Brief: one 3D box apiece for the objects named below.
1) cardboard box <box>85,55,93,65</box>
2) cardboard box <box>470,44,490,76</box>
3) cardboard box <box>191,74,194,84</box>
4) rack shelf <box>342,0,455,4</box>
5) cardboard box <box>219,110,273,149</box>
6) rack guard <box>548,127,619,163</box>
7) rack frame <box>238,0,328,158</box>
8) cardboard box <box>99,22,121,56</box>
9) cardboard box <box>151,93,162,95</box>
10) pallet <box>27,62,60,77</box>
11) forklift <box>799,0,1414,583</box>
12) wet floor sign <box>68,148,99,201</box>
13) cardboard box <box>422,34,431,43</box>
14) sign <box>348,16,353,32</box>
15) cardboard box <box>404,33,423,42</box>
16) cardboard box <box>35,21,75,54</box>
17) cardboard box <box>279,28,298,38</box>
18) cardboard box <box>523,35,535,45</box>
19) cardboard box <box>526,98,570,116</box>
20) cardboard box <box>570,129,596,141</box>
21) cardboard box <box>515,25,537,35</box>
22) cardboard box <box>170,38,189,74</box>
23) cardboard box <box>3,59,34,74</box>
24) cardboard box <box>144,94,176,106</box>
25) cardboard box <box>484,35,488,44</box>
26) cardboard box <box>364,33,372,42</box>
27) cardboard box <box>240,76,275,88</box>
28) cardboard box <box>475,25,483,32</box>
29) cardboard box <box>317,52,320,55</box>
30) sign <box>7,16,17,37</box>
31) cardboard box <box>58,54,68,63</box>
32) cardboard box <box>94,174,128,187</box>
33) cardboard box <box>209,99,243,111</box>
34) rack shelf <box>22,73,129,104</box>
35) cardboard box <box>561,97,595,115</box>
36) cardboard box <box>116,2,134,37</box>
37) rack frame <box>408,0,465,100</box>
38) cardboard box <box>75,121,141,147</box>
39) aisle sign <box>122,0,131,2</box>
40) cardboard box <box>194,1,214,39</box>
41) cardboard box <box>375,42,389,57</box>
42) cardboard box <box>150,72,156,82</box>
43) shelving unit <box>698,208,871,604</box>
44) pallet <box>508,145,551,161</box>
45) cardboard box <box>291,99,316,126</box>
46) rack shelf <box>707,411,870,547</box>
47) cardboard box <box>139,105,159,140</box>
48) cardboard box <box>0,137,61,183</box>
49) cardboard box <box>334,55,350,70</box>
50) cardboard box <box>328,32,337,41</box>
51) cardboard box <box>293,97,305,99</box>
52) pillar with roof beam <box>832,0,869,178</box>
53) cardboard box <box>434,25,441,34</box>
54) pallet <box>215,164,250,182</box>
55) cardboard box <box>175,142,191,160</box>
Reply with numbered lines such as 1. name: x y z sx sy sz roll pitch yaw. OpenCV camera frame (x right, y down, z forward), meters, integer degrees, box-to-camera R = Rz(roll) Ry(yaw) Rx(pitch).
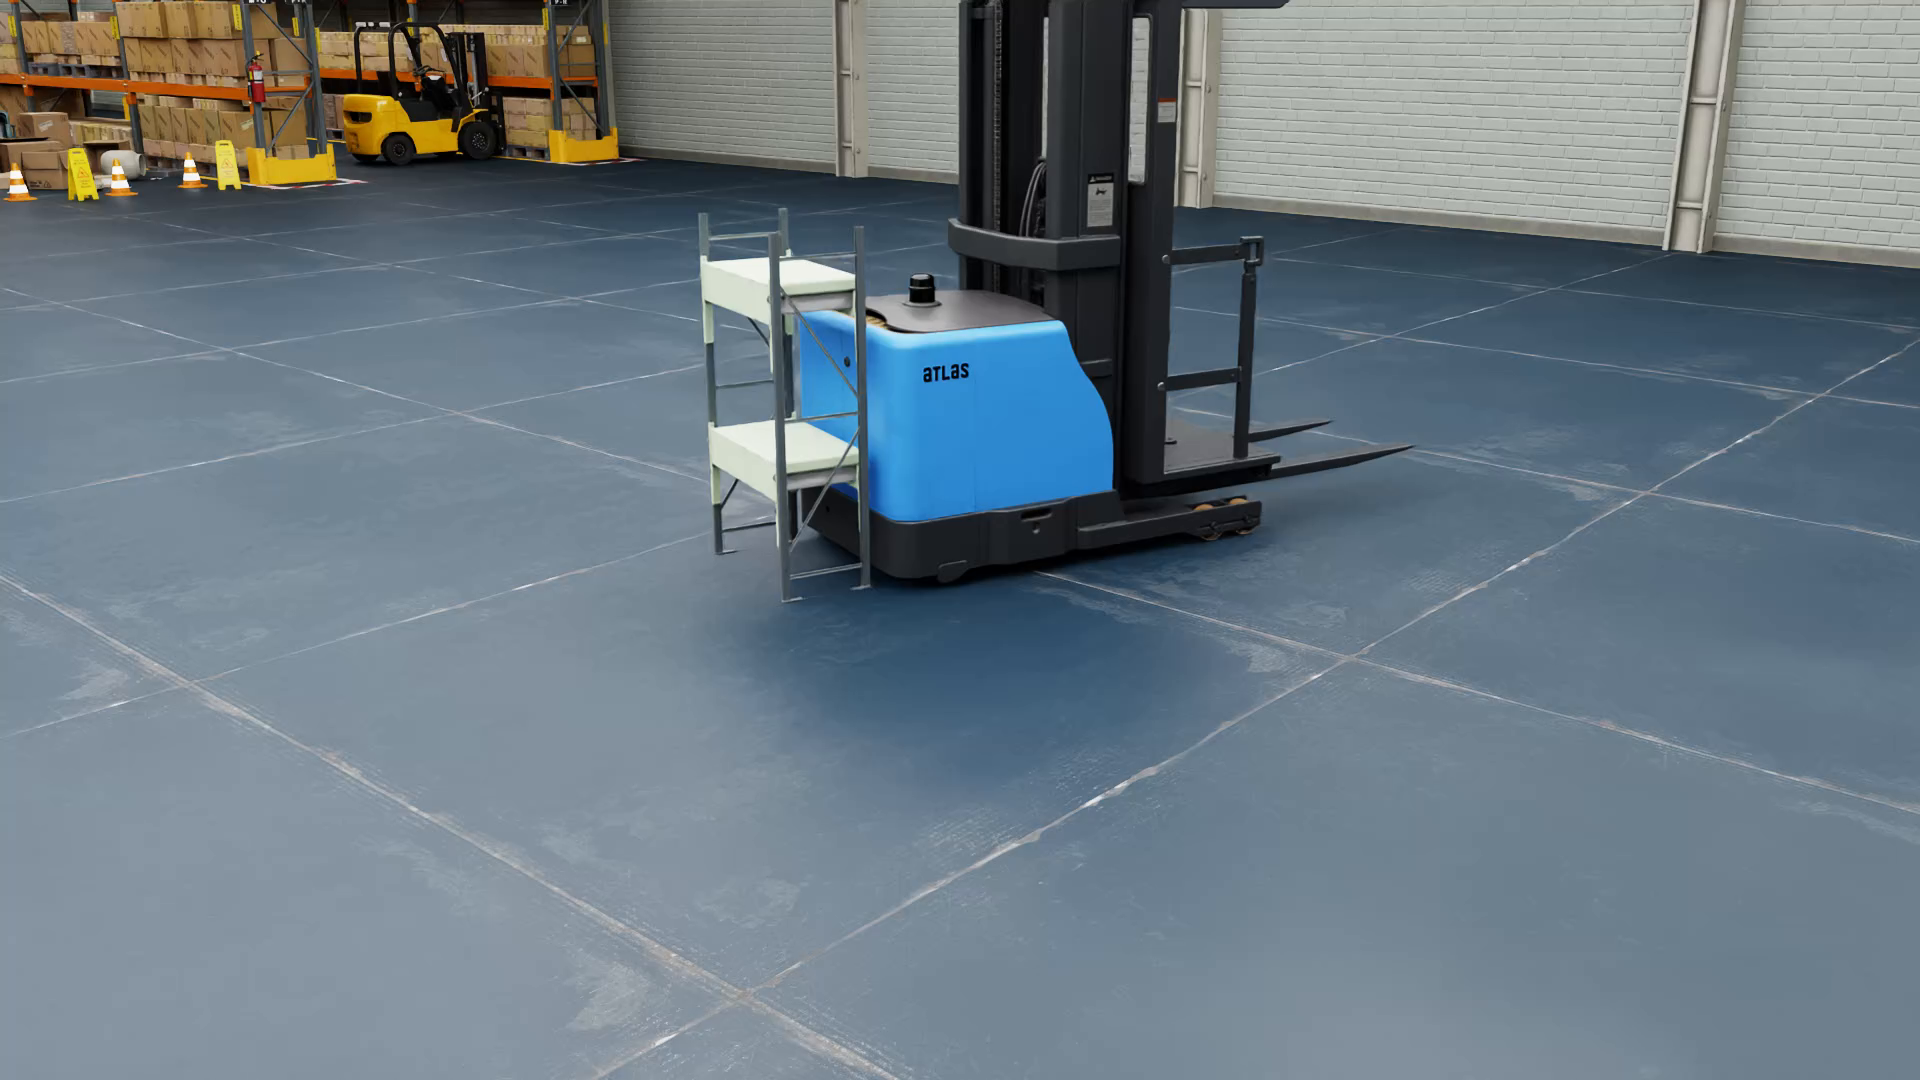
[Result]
1. cardboard box: -13.594 -7.601 26.324 0.250 0.149 0.380 15 23 40
2. cardboard box: -7.839 -8.044 27.833 0.500 0.500 0.500 15 23 40
3. cardboard box: -10.991 -6.744 24.318 0.250 0.149 0.380 15 23 39
4. rack shelf: -10.635 -9.941 30.207 4.000 0.370 1.077 15 23 39
5. cardboard box: -10.212 -5.874 23.774 0.500 0.500 0.500 15 23 40
6. rack guard: -6.130 -6.453 27.118 0.348 0.500 1.175 15 23 39
7. rack frame: -9.439 -6.525 23.214 0.127 3.000 1.000 15 23 39
8. cardboard box: -12.929 -7.759 25.750 0.500 0.500 0.500 15 23 38
9. cardboard box: -17.106 -9.546 36.170 0.500 0.500 0.700 16 24 41
10. pallet: -14.819 -7.921 27.930 1.003 0.211 1.213 15 23 39
11. forklift: 0.808 -1.521 7.560 3.031 2.935 1.130 -10 20 -28
12. wet floor sign: -11.314 -4.705 21.371 0.232 0.644 0.267 11 20 30
13. cardboard box: -9.075 -8.686 28.784 0.250 0.149 0.380 15 23 38
14. sign: -11.765 -9.934 32.039 0.005 0.325 0.100 15 23 39
15. cardboard box: -9.542 -8.828 29.231 0.250 0.149 0.380 16 24 41
16. cardboard box: -14.846 -8.276 27.378 0.500 0.500 0.500 17 24 42
17. cardboard box: -13.475 -9.791 32.639 0.637 0.503 0.797 14 23 38
18. cardboard box: -6.804 -8.057 26.802 0.250 0.149 0.380 16 23 40
19. cardboard box: -6.699 -7.037 27.026 0.500 0.250 0.500 16 24 41
20. cardboard box: -6.385 -6.682 27.558 0.500 0.250 0.500 15 23 39
21. cardboard box: -6.974 -8.261 26.954 0.250 0.149 0.380 16 23 40
22. cardboard box: -11.138 -7.070 24.275 0.500 0.500 0.500 15 23 40
23. cardboard box: -15.974 -8.103 28.433 0.500 0.250 0.500 14 22 37
24. cardboard box: -12.115 -6.667 25.198 0.250 0.149 0.380 15 23 40
25. cardboard box: -7.695 -8.335 27.678 0.250 0.149 0.380 15 23 39
26. cardboard box: -10.517 -9.077 30.018 0.250 0.149 0.380 15 23 40
27. cardboard box: -9.861 -6.432 23.337 0.250 0.149 0.380 16 24 41
28. cardboard box: -7.883 -8.533 27.811 0.250 0.149 0.380 15 23 39
29. cardboard box: -11.978 -9.272 31.291 0.500 0.250 0.500 15 23 39
30. sign: -15.789 -8.557 27.703 0.005 0.325 0.100 15 23 39
31. cardboard box: -14.516 -7.884 27.218 0.380 0.149 0.250 -17 24 -42
32. cardboard box: -11.760 -4.973 23.034 0.380 0.149 0.250 -6 18 -18
33. cardboard box: -10.531 -6.242 23.861 0.250 0.149 0.380 16 24 41
34. rack shelf: -13.927 -7.387 27.119 4.000 0.370 1.077 15 23 39
35. cardboard box: -6.381 -7.155 27.396 0.500 0.250 0.500 15 23 38
36. cardboard box: -12.246 -7.857 25.101 0.500 0.500 0.700 15 23 39
37. rack frame: -9.139 -8.452 29.286 0.127 3.000 1.000 15 23 39
38. cardboard box: -13.886 -6.664 27.300 0.625 0.372 0.950 16 24 41
39. aisle sign: -18.361 -12.048 36.319 0.004 0.787 0.394 15 23 39
40. cardboard box: -10.340 -7.348 23.496 0.500 0.500 0.700 15 23 40
41. cardboard box: -10.066 -8.762 29.682 0.500 0.250 0.500 14 23 38
42. cardboard box: -11.966 -6.988 25.086 0.250 0.149 0.380 15 23 39
43. shelving unit: -0.735 -0.582 6.967 0.431 1.500 0.755 -10 20 -28
44. pallet: -6.747 -6.464 27.631 1.213 0.211 1.003 15 23 39
45. cardboard box: -12.590 -8.301 32.246 0.500 0.500 0.500 16 24 41
46. rack shelf: -0.735 -0.272 7.066 0.431 0.370 0.720 -10 20 -28
47. cardboard box: -12.169 -6.396 25.418 0.500 0.500 0.500 16 24 42
48. cardboard box: -13.139 -5.366 23.464 0.503 0.637 0.797 15 23 39
49. cardboard box: -11.199 -8.836 30.742 0.500 0.250 0.500 14 22 38
50. cardboard box: -11.475 -9.333 30.823 0.250 0.149 0.380 15 23 40
51. cardboard box: -12.669 -8.615 32.165 0.250 0.149 0.380 14 22 37
52. pillar with roof beam: -4.440 -8.674 20.066 0.400 9.000 9.100 15 23 39
53. cardboard box: -8.830 -8.792 28.626 0.250 0.149 0.380 15 23 40
54. pallet: -10.080 -5.383 24.224 1.213 0.211 1.003 15 23 39
55. cardboard box: -11.364 -5.828 24.868 0.500 0.250 0.500 15 23 39
